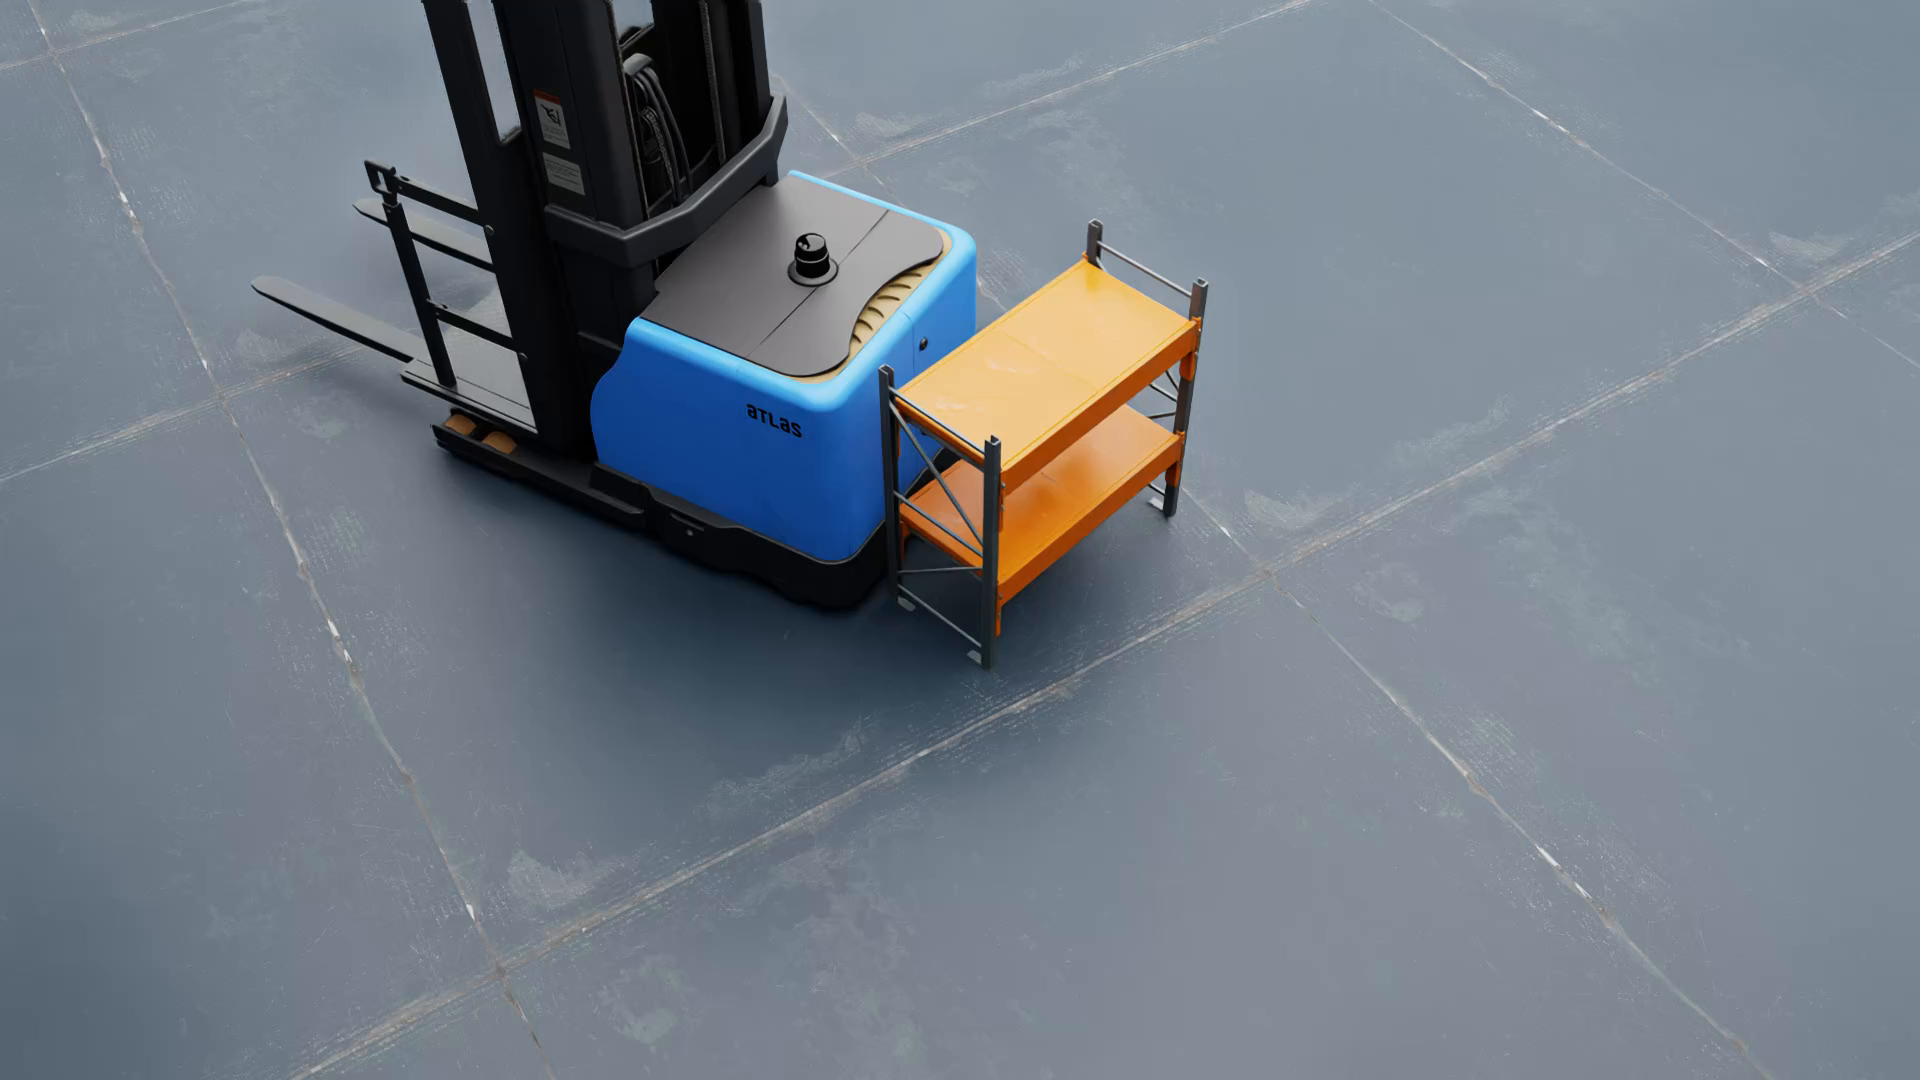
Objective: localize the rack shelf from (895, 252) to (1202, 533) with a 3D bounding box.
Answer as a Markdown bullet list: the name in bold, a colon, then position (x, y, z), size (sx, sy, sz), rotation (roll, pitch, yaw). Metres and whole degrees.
- **rack shelf**: position (0.283, -0.517, 5.565), size (0.538, 0.278, 1.000), rotation (35, 57, 27)

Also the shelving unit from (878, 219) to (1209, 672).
- **shelving unit**: position (0.283, -0.322, 5.783), size (0.538, 1.125, 1.048), rotation (35, 57, 27)

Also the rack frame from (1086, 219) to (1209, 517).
- **rack frame**: position (0.632, -0.598, 6.029), size (0.500, 1.125, 0.032), rotation (35, 57, 27)

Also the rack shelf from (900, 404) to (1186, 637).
- **rack shelf**: position (0.283, -0.159, 5.966), size (0.538, 0.278, 1.000), rotation (35, 57, 27)

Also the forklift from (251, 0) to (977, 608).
- **forklift**: position (-1.464, -1.552, 5.669), size (3.031, 2.935, 1.130), rotation (23, 52, 19)

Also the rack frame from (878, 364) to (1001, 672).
- **rack frame**: position (-0.067, -0.046, 5.538), size (0.500, 1.125, 0.032), rotation (35, 57, 27)
